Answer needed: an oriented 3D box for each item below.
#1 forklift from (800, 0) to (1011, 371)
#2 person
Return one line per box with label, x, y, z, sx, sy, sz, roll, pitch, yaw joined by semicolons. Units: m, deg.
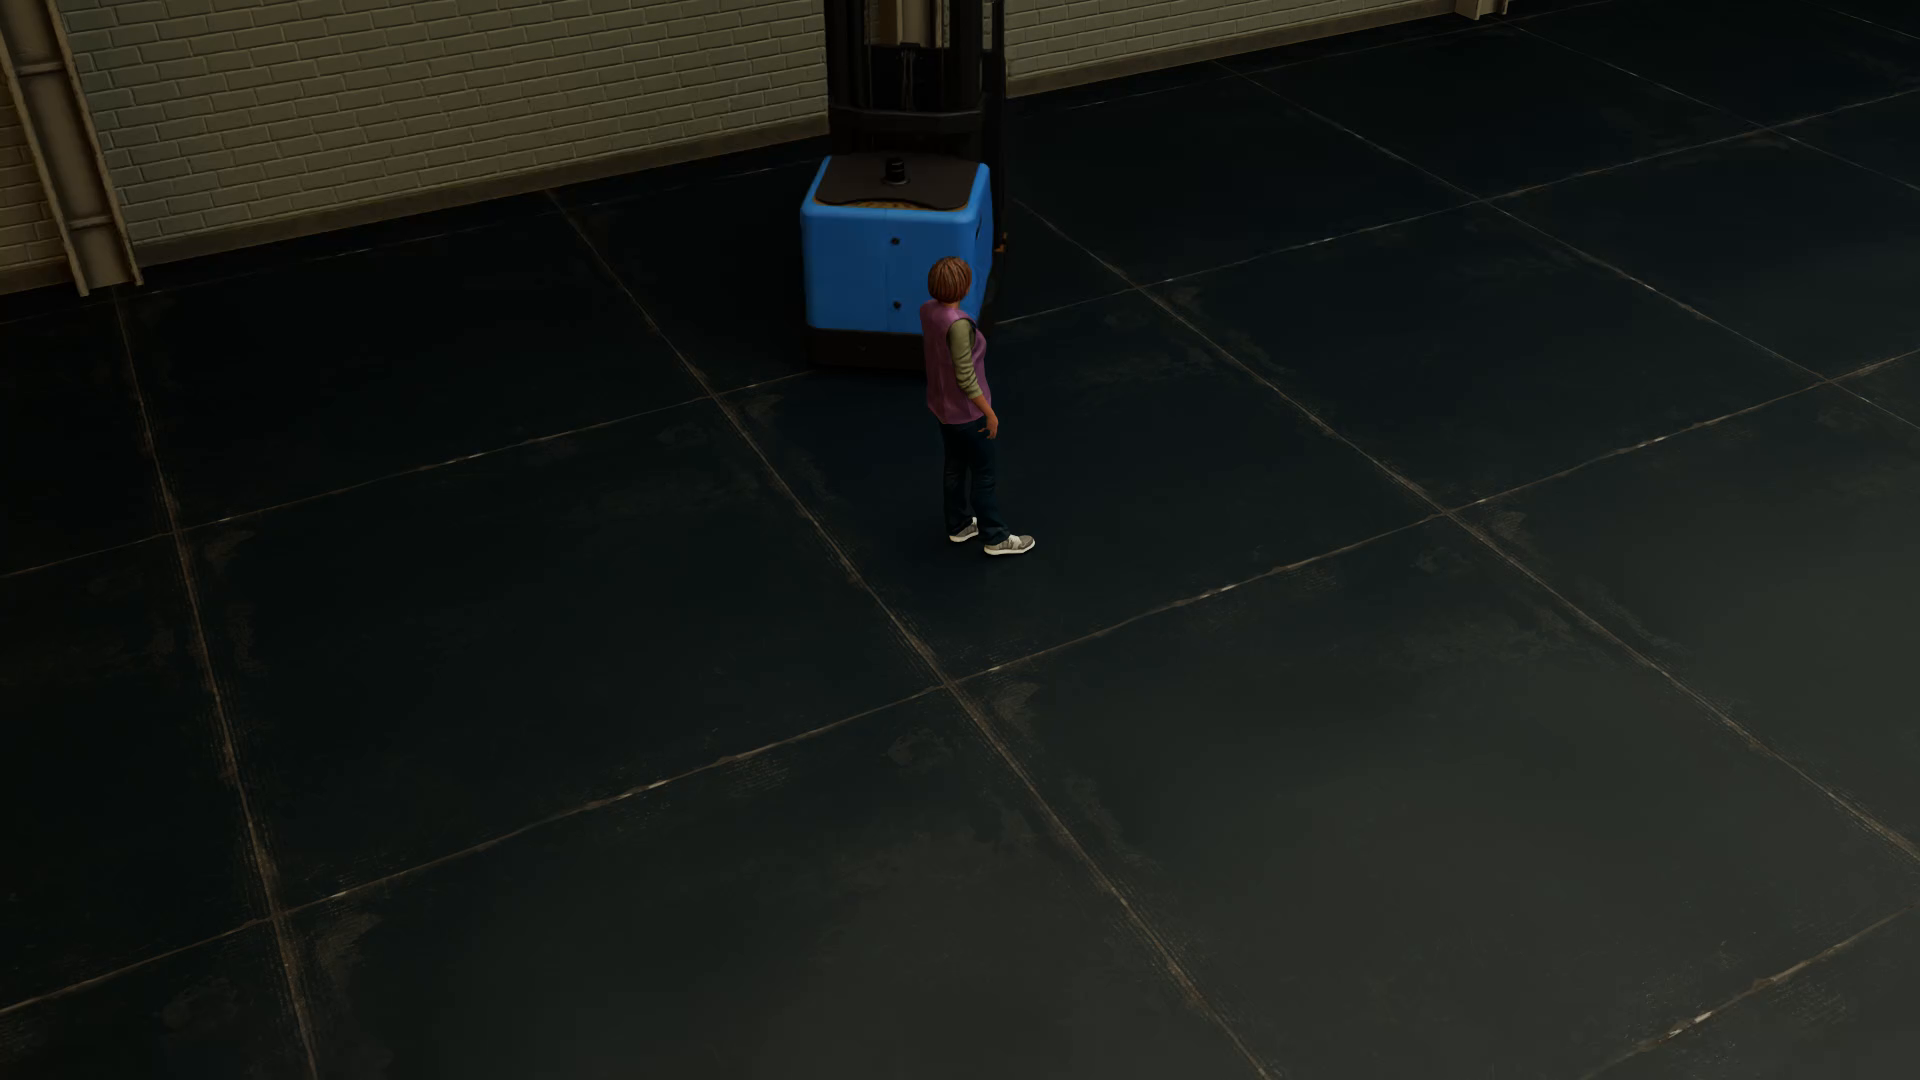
forklift;-0.244;-3.036;10.417;1.130;2.935;3.031;4;35;6
person;0.072;-0.671;8.215;0.476;1.597;0.520;-17;39;-23
